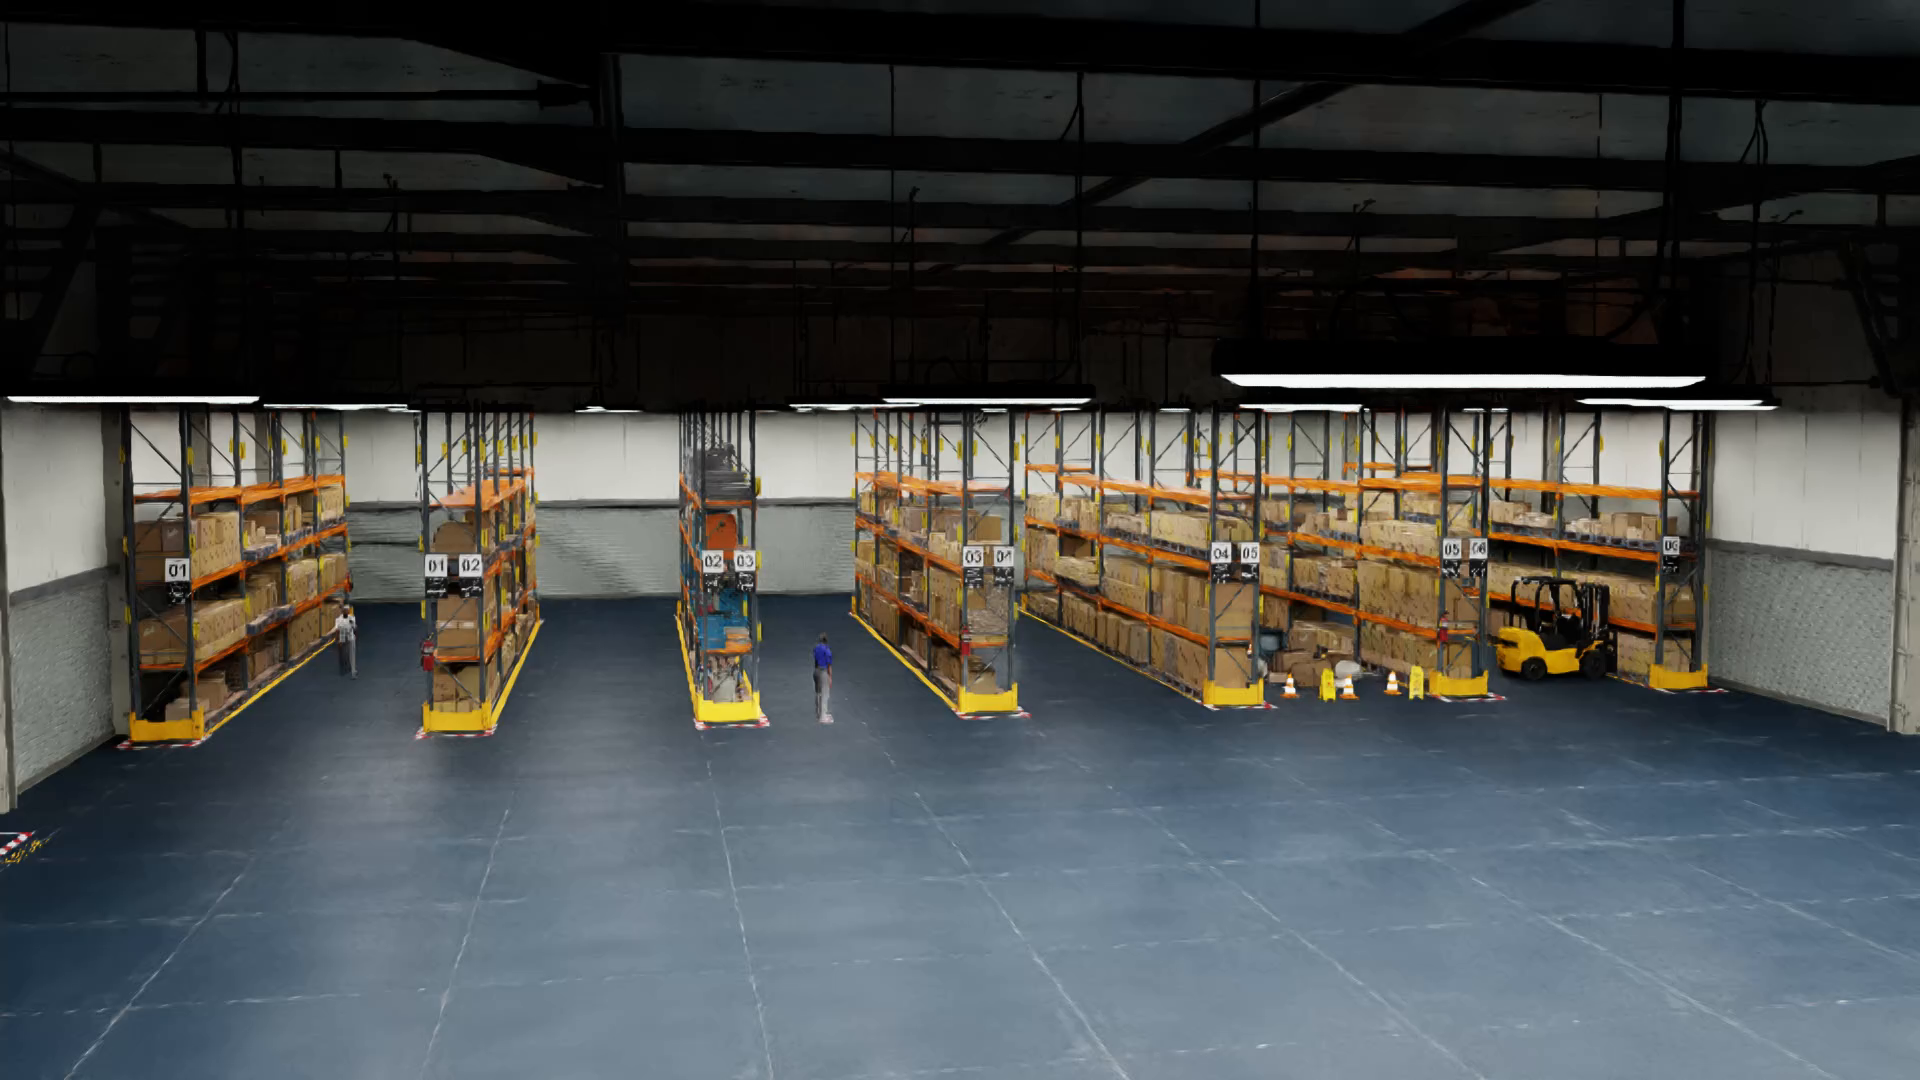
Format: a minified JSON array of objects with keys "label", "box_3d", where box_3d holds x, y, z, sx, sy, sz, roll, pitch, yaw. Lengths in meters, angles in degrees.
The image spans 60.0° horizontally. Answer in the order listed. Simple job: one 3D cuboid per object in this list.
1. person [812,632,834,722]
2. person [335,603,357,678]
[{"label":"person","box_3d":[-2.529,2.543,31.017,0.426,1.662,0.498,-3,6,-39]},{"label":"person","box_3d":[-13.335,2.171,36.119,0.448,1.622,0.988,-1,5,-19]}]
